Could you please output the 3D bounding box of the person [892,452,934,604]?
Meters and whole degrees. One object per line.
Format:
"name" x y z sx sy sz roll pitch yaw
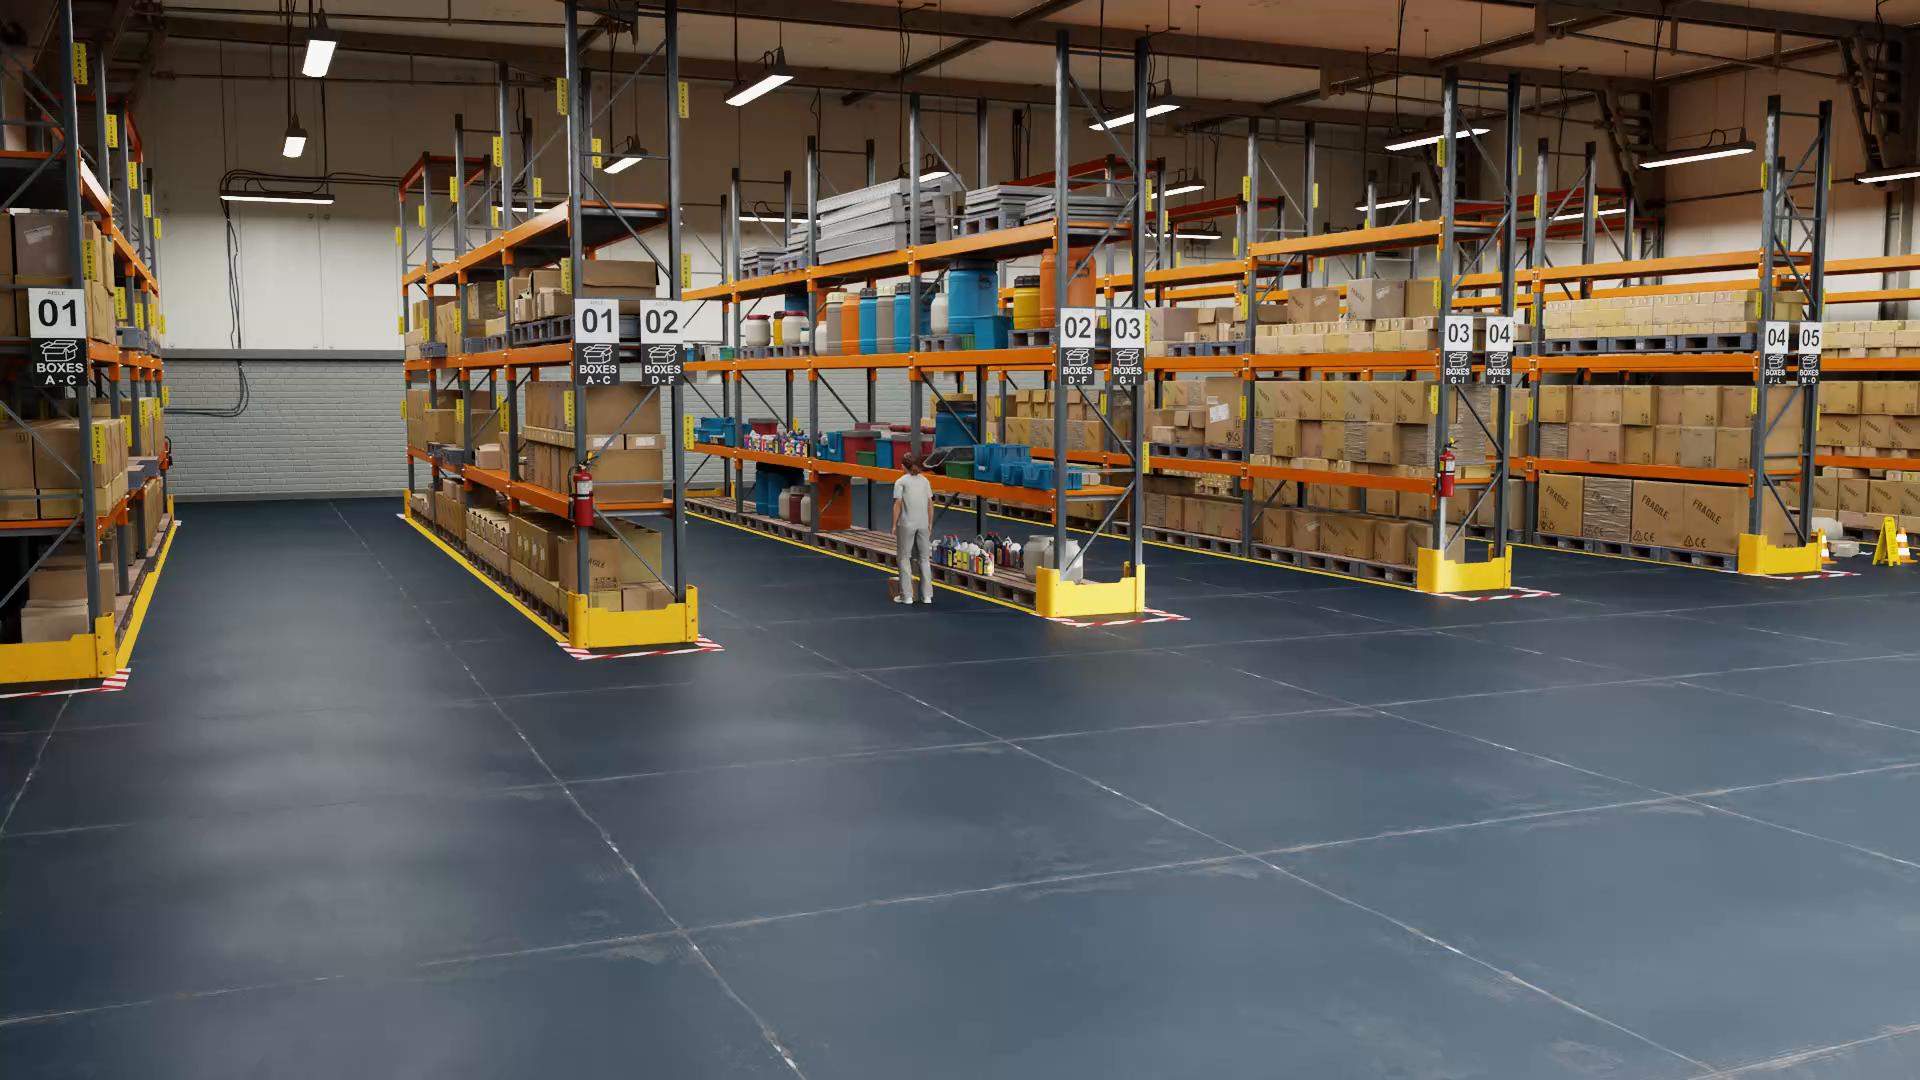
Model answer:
"person" -0.532 -0.135 18.375 0.486 1.673 0.406 -2 6 -23
